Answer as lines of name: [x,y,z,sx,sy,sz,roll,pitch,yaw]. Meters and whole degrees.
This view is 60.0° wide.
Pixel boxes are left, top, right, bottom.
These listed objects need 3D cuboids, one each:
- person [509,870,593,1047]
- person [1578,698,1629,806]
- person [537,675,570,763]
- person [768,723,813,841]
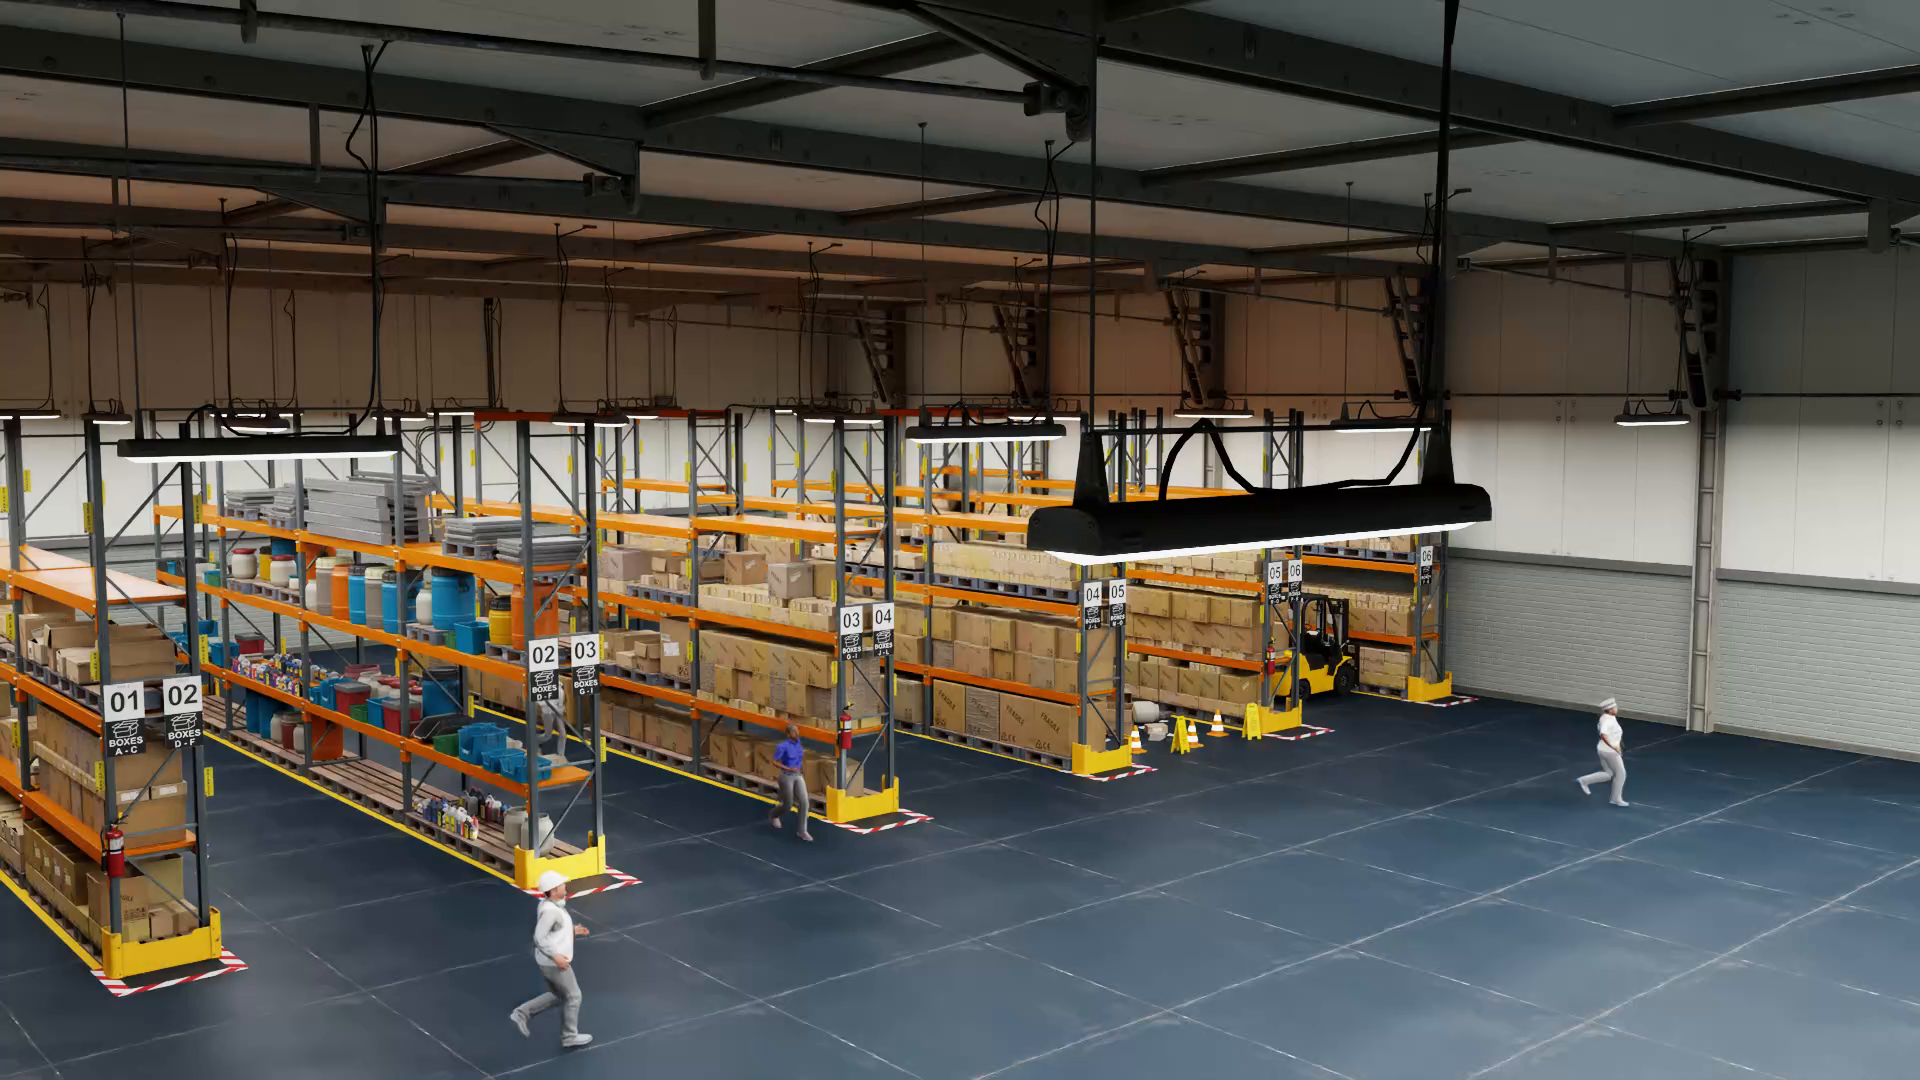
person: [-3.957,4.047,16.042,0.782,1.744,0.660,-2,5,-17]
person: [9.946,3.263,25.615,0.760,1.686,0.577,1,5,7]
person: [-7.032,2.983,28.593,0.892,1.681,0.600,4,6,39]
person: [-2.437,3.435,23.785,0.847,1.661,0.616,5,7,44]
